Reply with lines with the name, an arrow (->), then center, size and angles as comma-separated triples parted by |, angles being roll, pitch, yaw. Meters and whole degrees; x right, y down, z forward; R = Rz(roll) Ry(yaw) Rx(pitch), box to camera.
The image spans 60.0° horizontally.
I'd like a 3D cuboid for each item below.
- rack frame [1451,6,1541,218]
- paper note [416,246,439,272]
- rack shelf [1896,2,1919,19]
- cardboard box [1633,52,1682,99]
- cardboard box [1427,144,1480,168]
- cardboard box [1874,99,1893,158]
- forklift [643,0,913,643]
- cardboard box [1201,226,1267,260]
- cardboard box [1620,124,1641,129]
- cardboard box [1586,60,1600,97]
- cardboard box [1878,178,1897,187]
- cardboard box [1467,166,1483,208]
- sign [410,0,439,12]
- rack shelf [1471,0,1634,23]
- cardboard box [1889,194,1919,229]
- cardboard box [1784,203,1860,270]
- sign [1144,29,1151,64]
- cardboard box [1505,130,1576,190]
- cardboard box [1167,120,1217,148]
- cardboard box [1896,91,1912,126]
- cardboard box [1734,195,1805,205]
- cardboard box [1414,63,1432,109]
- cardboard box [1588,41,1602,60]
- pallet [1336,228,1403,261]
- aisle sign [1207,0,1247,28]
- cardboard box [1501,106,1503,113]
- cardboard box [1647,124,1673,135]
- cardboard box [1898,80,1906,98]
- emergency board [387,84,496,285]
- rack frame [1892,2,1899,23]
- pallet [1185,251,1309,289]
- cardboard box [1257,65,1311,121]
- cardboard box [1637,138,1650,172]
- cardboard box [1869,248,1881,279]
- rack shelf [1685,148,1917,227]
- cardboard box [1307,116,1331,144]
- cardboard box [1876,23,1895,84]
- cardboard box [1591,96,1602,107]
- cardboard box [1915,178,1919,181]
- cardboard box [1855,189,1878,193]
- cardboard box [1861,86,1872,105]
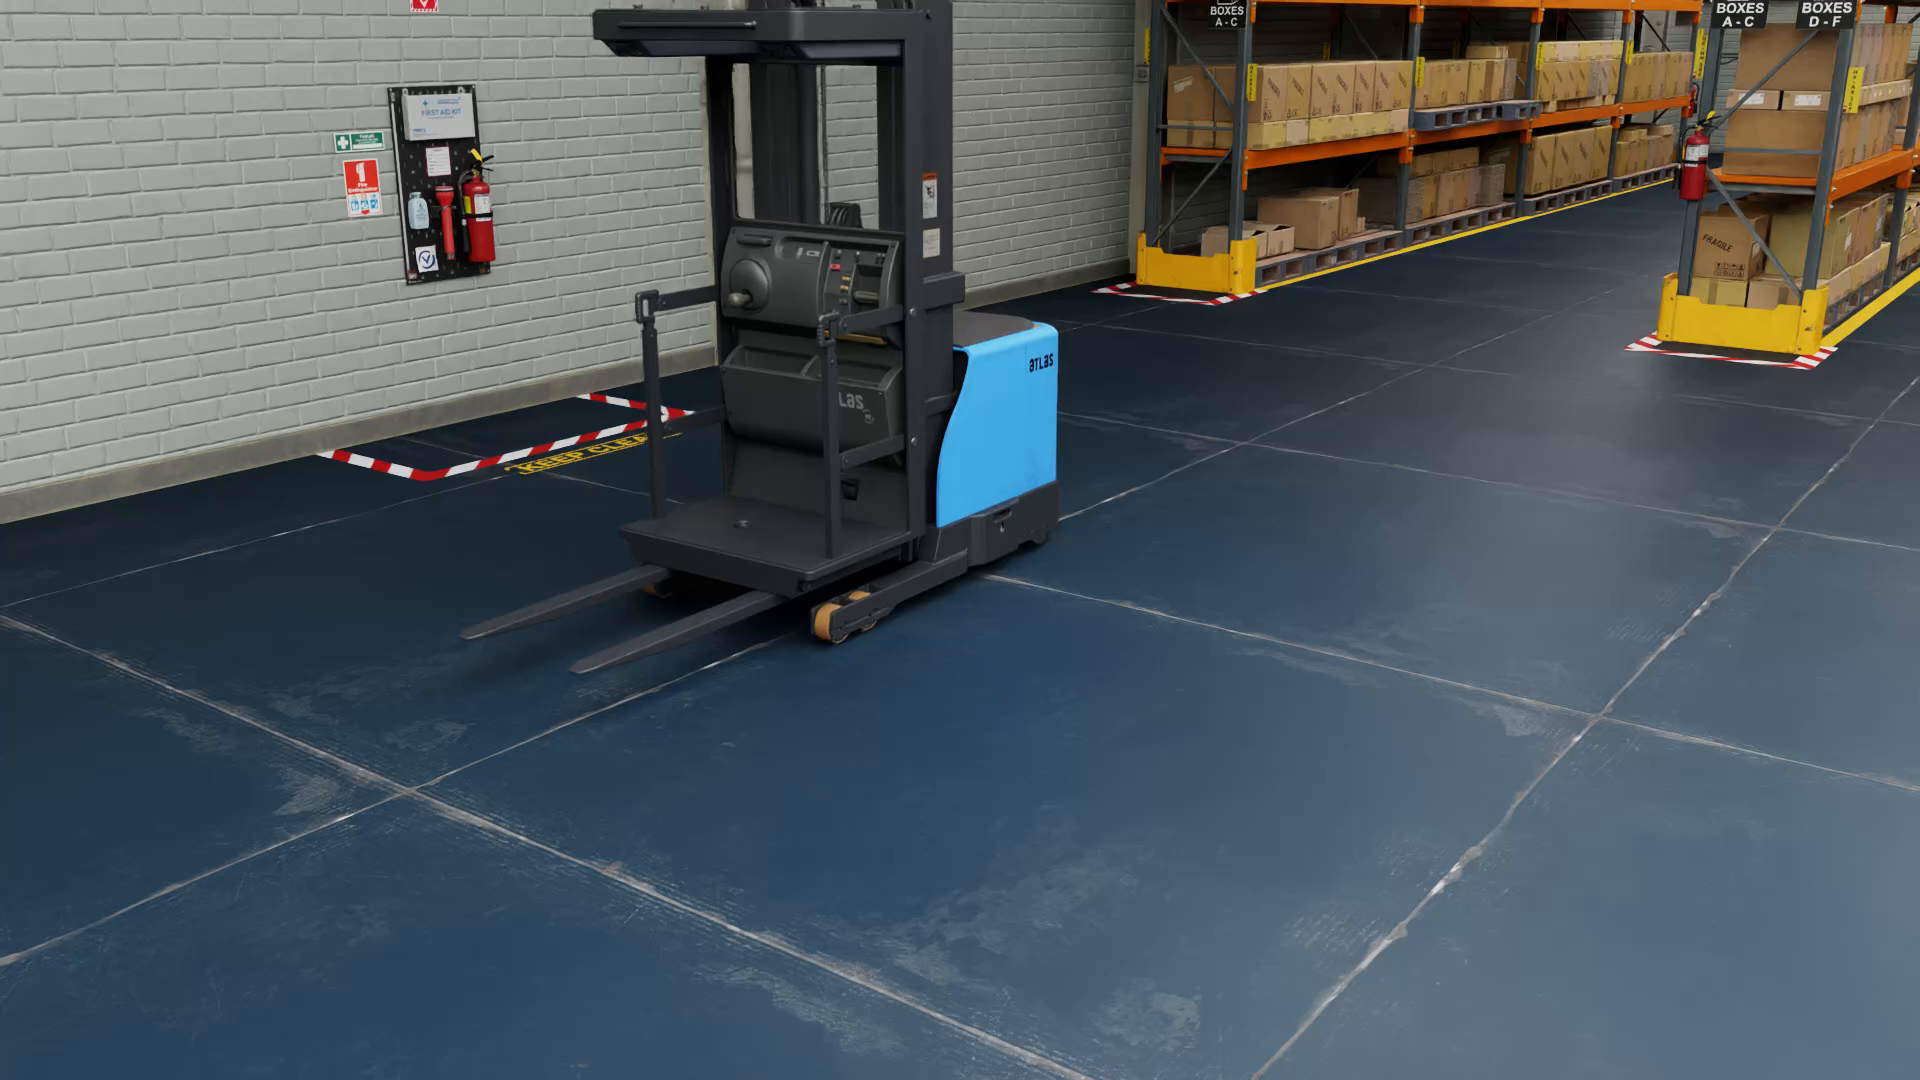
rack frame -> 6.998, -5.780, 21.800 | 1.000, 3.000, 0.127 | 12, 21, 35
paper note -> -3.285, -1.733, 10.252 | 0.016, 0.148, 0.142 | 12, 21, 35
rack shelf -> 12.170, -6.471, 20.180 | 1.077, 0.370, 4.000 | 12, 21, 35
cardboard box -> 11.044, -7.531, 26.930 | 0.980, 0.700, 0.700 | 12, 21, 34
cardboard box -> 6.221, -4.850, 21.011 | 0.500, 0.250, 0.500 | 13, 21, 36
cardboard box -> 8.027, -3.768, 15.149 | 0.700, 0.500, 0.500 | 12, 21, 34
forklift -> -0.774, -1.134, 6.953 | 1.121, 2.935, 3.031 | 12, 21, 33
cardboard box -> 2.716, -2.950, 16.477 | 0.500, 0.311, 0.500 | 10, 20, 29
cardboard box -> 11.041, -6.762, 27.375 | 0.380, 0.149, 0.250 | 12, 21, 35
cardboard box -> 8.707, -6.537, 23.531 | 0.500, 0.500, 0.500 | 12, 21, 35
cardboard box -> 10.431, -3.988, 19.012 | 0.500, 0.311, 0.500 | 13, 22, 37
cardboard box -> 20.828, -3.987, 15.739 | 30.589, 2.729, 9.244 | 12, 21, 35
sign -> -3.209, -3.306, 9.925 | 0.001, 0.298, 0.199 | 12, 21, 35
rack shelf -> 8.190, -7.346, 22.996 | 1.077, 0.370, 4.000 | 12, 21, 35
cardboard box -> 9.652, -3.405, 17.133 | 0.500, 0.311, 0.500 | 12, 21, 33
cardboard box -> 7.294, -2.575, 14.143 | 0.500, 0.500, 0.500 | 12, 21, 35
sign -> 1.798, -4.682, 15.777 | 0.100, 0.325, 0.005 | 12, 21, 35
cardboard box -> 8.069, -5.314, 23.214 | 0.750, 0.750, 0.750 | 12, 21, 34
cardboard box -> 2.354, -3.959, 16.152 | 0.500, 0.250, 0.500 | 13, 21, 35
cardboard box -> 9.380, -4.307, 16.885 | 0.500, 0.500, 0.500 | 14, 22, 39
cardboard box -> 7.176, -2.786, 14.821 | 0.500, 0.500, 0.500 | 12, 21, 35
cardboard box -> 4.945, -5.201, 19.023 | 0.700, 0.500, 0.500 | 12, 21, 35
cardboard box -> 8.692, -6.893, 23.413 | 0.500, 0.250, 0.500 | 13, 21, 36
pallet -> 4.243, -3.330, 18.611 | 1.003, 0.211, 1.213 | 12, 21, 35
aisle sign -> 2.429, -5.046, 15.053 | 0.394, 0.787, 0.004 | 12, 21, 35
cardboard box -> 7.380, -5.708, 21.955 | 0.380, 0.149, 0.250 | 12, 21, 34
cardboard box -> 11.498, -6.755, 27.352 | 0.380, 0.149, 0.250 | 12, 21, 34
cardboard box -> 8.456, -4.150, 15.286 | 0.380, 0.149, 0.250 | 12, 21, 34
emergency board -> -3.124, -2.184, 10.218 | 0.194, 1.169, 0.643 | 12, 21, 35
rack frame -> 10.979, -4.906, 18.984 | 1.000, 3.000, 0.127 | 12, 21, 35
pallet -> 2.789, -2.749, 16.739 | 1.003, 0.211, 1.213 | 12, 21, 35
cardboard box -> 3.060, -4.348, 16.141 | 0.500, 0.500, 0.500 | 12, 21, 35
cardboard box -> 10.519, -6.141, 26.468 | 0.700, 0.500, 0.500 | 13, 21, 36
cardboard box -> 8.189, -2.574, 15.404 | 0.500, 0.250, 0.500 | 12, 21, 35
rack shelf -> 7.404, -3.133, 14.489 | 1.077, 0.370, 4.000 | 12, 21, 35
cardboard box -> 3.383, -4.120, 16.671 | 0.500, 0.250, 0.500 | 12, 21, 34
cardboard box -> 7.737, -4.274, 14.593 | 0.700, 0.500, 0.500 | 12, 21, 35
cardboard box -> 8.975, -6.301, 23.866 | 0.380, 0.149, 0.250 | 12, 21, 35
cardboard box -> 11.479, -3.980, 19.476 | 0.500, 0.500, 0.500 | 14, 22, 37
cardboard box -> 9.513, -3.618, 17.820 | 0.500, 0.311, 0.500 | 12, 21, 34
cardboard box -> 7.385, -3.721, 13.905 | 0.380, 0.149, 0.250 | 12, 21, 34
